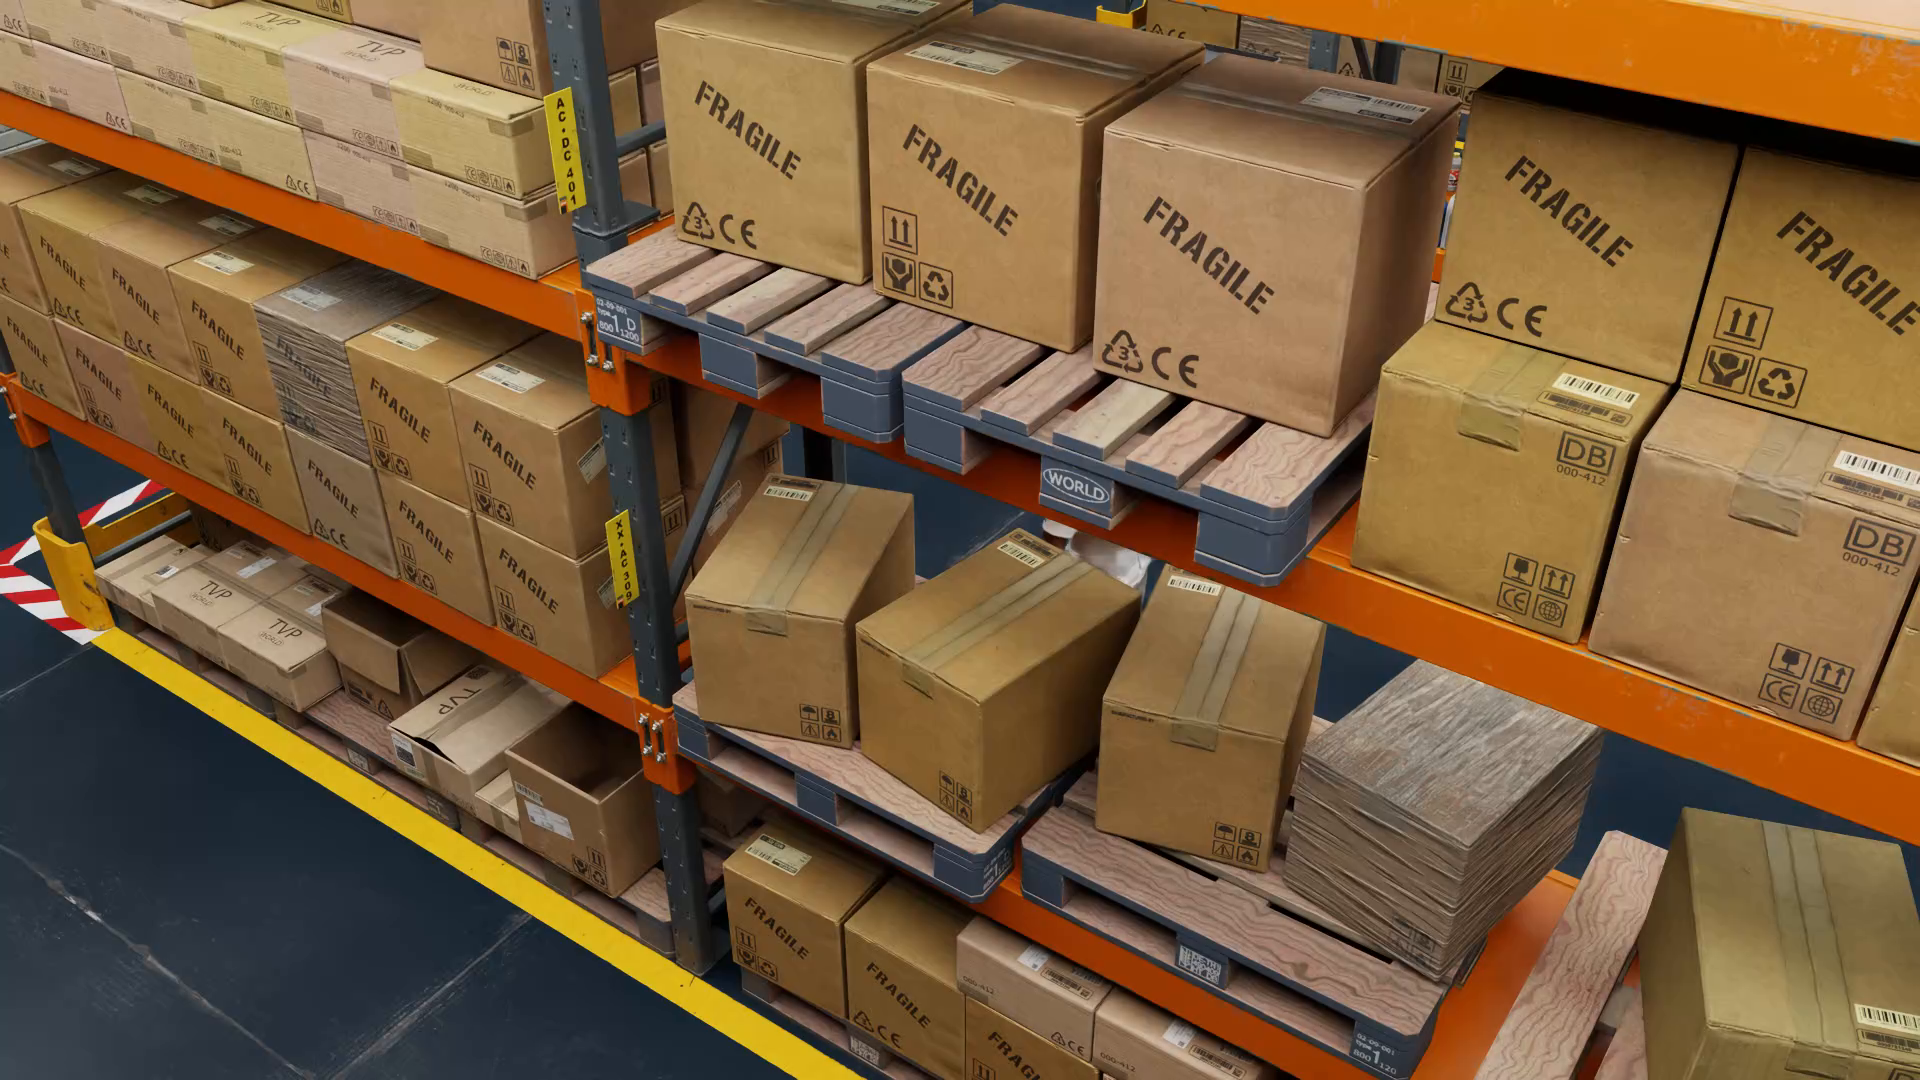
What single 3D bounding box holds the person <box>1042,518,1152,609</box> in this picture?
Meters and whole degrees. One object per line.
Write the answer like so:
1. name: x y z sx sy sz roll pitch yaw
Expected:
1. person: 0.648 0.192 6.909 0.488 1.848 0.661 19 39 25
